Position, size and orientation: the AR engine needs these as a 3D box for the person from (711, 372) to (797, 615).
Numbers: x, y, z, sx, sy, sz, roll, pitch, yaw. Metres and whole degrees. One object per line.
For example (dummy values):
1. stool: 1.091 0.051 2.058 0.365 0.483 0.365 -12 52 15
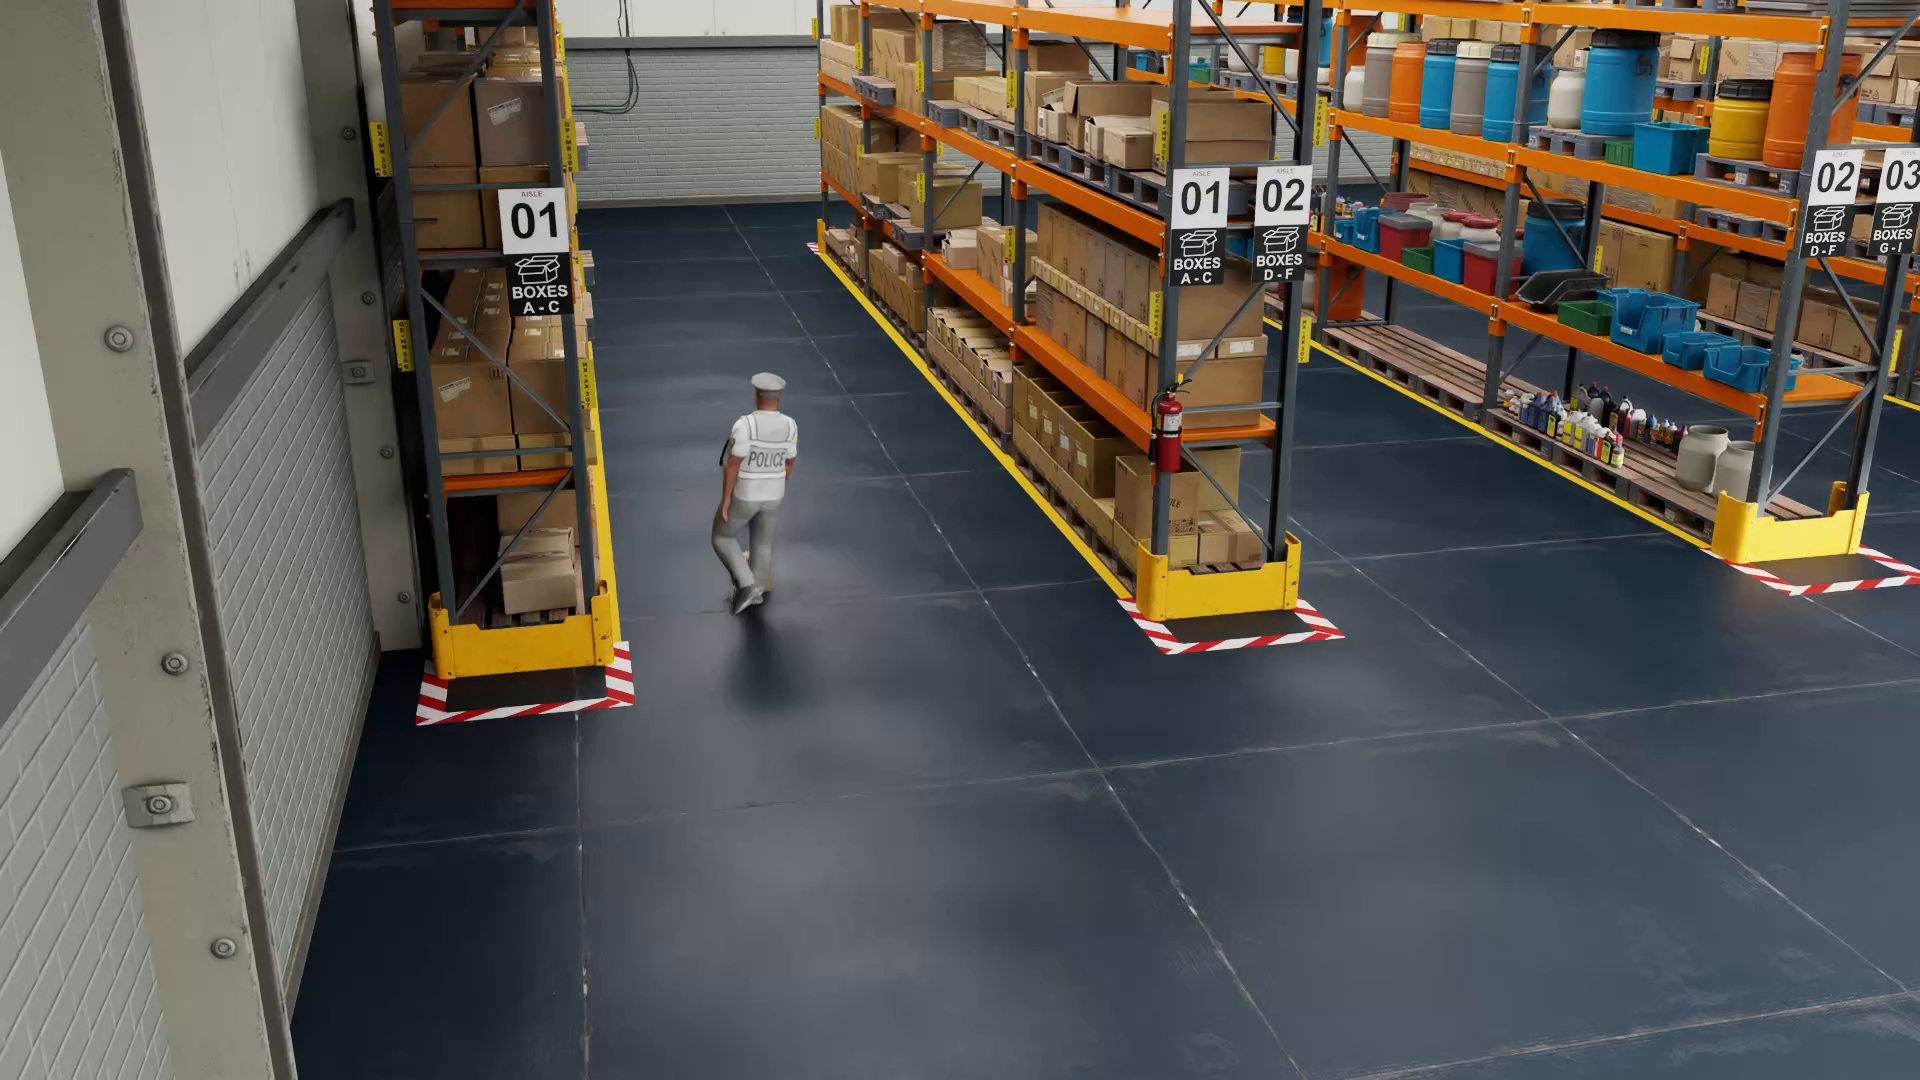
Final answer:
1. person: -1.506 -0.343 11.995 0.627 1.758 0.608 -12 23 -30
